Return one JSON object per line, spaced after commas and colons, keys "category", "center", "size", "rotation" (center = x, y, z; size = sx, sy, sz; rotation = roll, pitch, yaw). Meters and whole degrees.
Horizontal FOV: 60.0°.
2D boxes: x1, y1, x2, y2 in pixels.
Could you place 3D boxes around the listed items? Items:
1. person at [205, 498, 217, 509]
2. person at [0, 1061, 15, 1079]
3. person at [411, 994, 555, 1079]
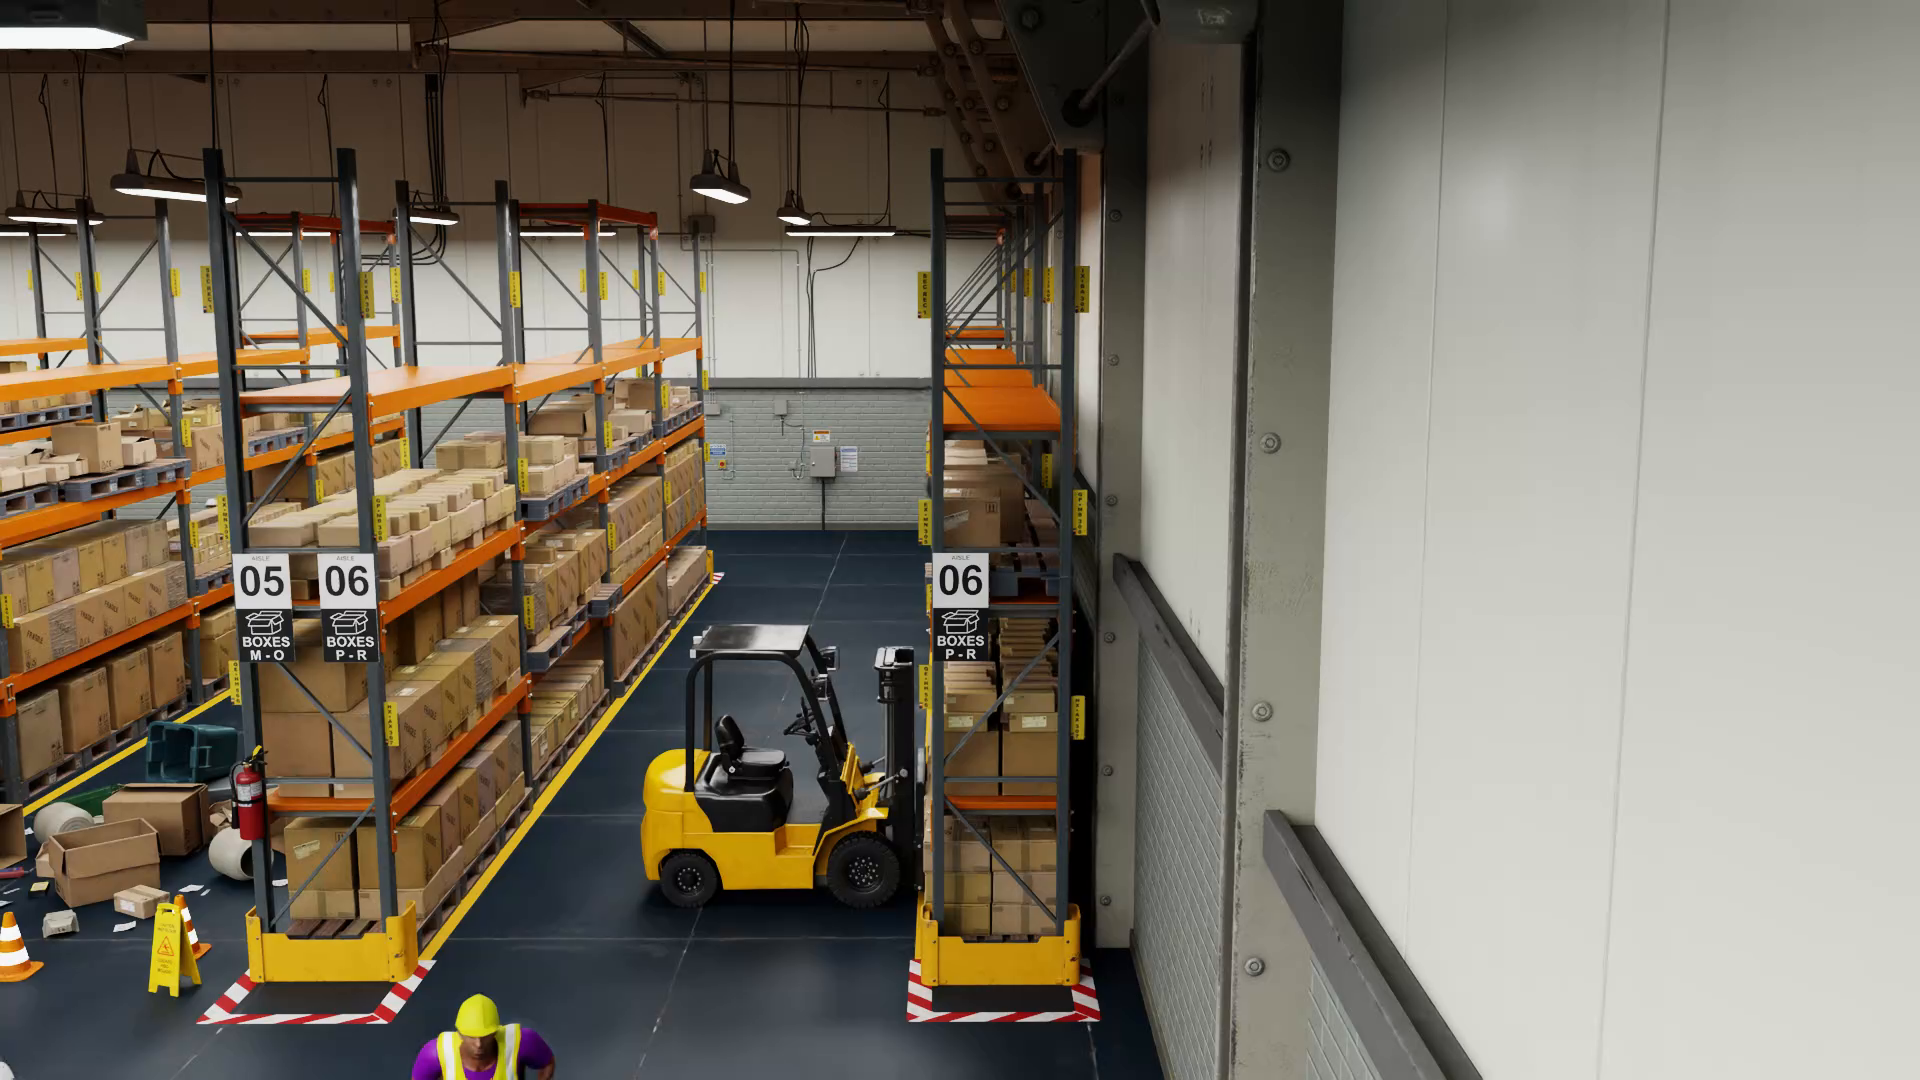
{"category": "person", "center": [-11.370, 0.260, 25.370], "size": [0.662, 1.835, 0.774], "rotation": [-1, 9, -6]}
{"category": "person", "center": [-4.224, 3.122, 7.333], "size": [0.636, 1.804, 0.901], "rotation": [-7, 12, -38]}
{"category": "person", "center": [-2.419, 3.020, 8.499], "size": [0.701, 1.706, 0.943], "rotation": [-3, 10, -19]}
